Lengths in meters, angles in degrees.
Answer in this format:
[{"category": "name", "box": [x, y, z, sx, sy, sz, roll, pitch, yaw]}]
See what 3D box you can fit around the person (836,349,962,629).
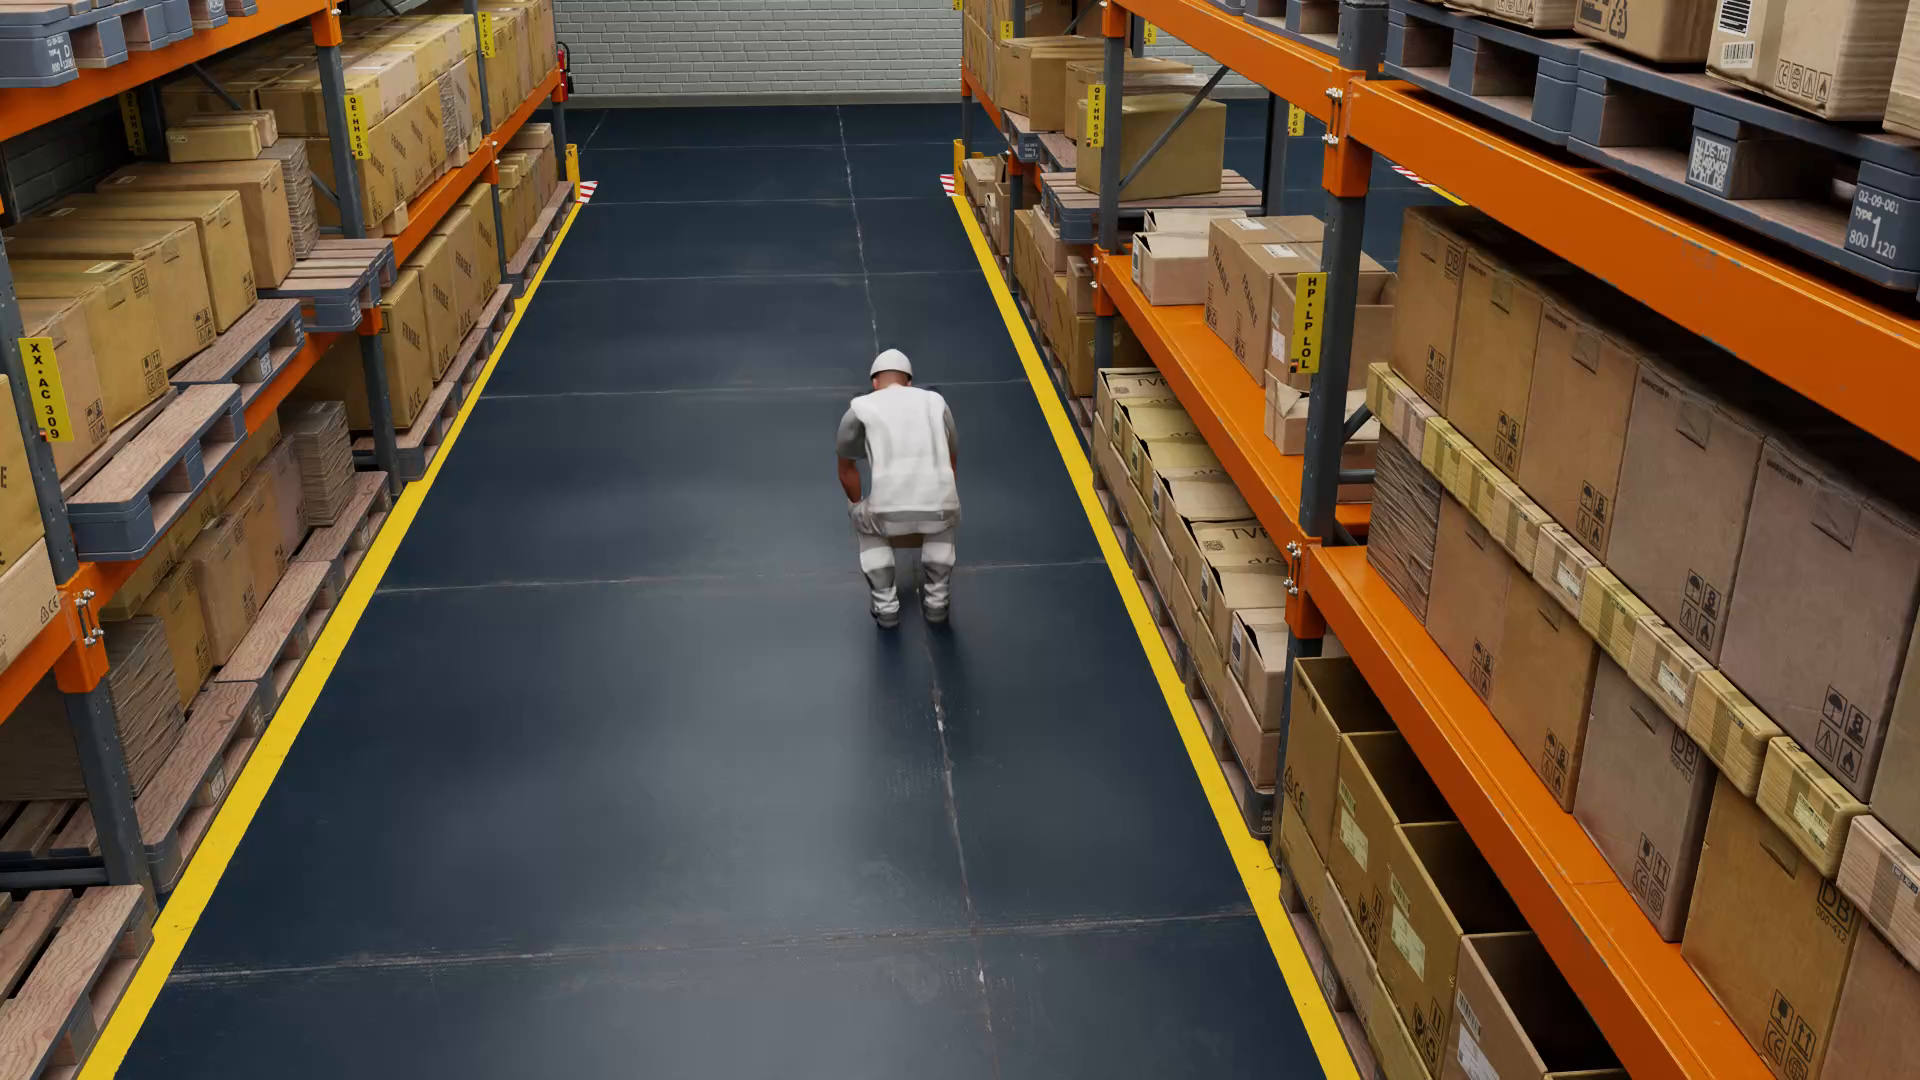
[{"category": "person", "box": [-0.284, -0.225, 7.812, 0.581, 1.212, 0.839, -2, 24, -5]}]
